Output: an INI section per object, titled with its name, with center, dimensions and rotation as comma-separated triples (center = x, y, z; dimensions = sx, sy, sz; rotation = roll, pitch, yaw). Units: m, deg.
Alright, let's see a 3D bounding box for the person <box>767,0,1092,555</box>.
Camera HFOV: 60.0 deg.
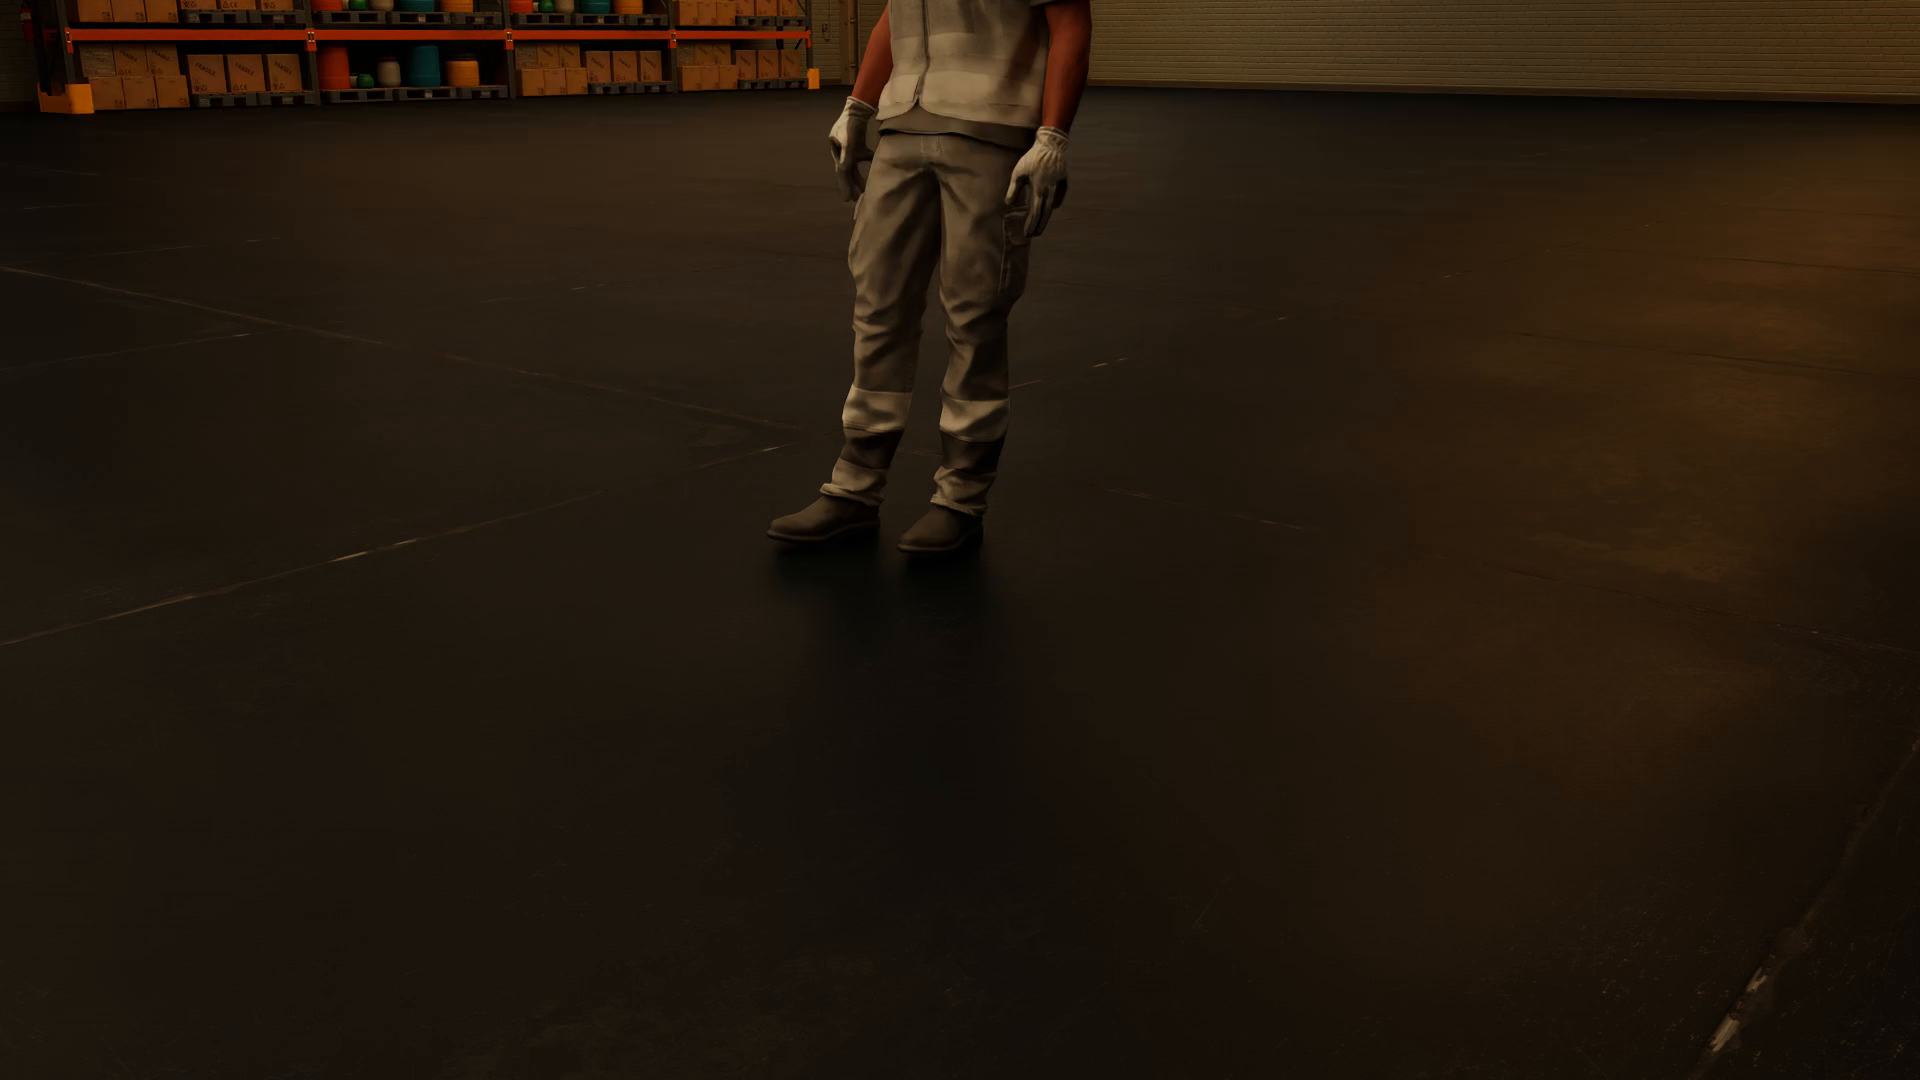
[person]
center = -0.061, -0.847, 3.628
dimensions = 0.637, 1.790, 0.562
rotation = 13, 21, 37
